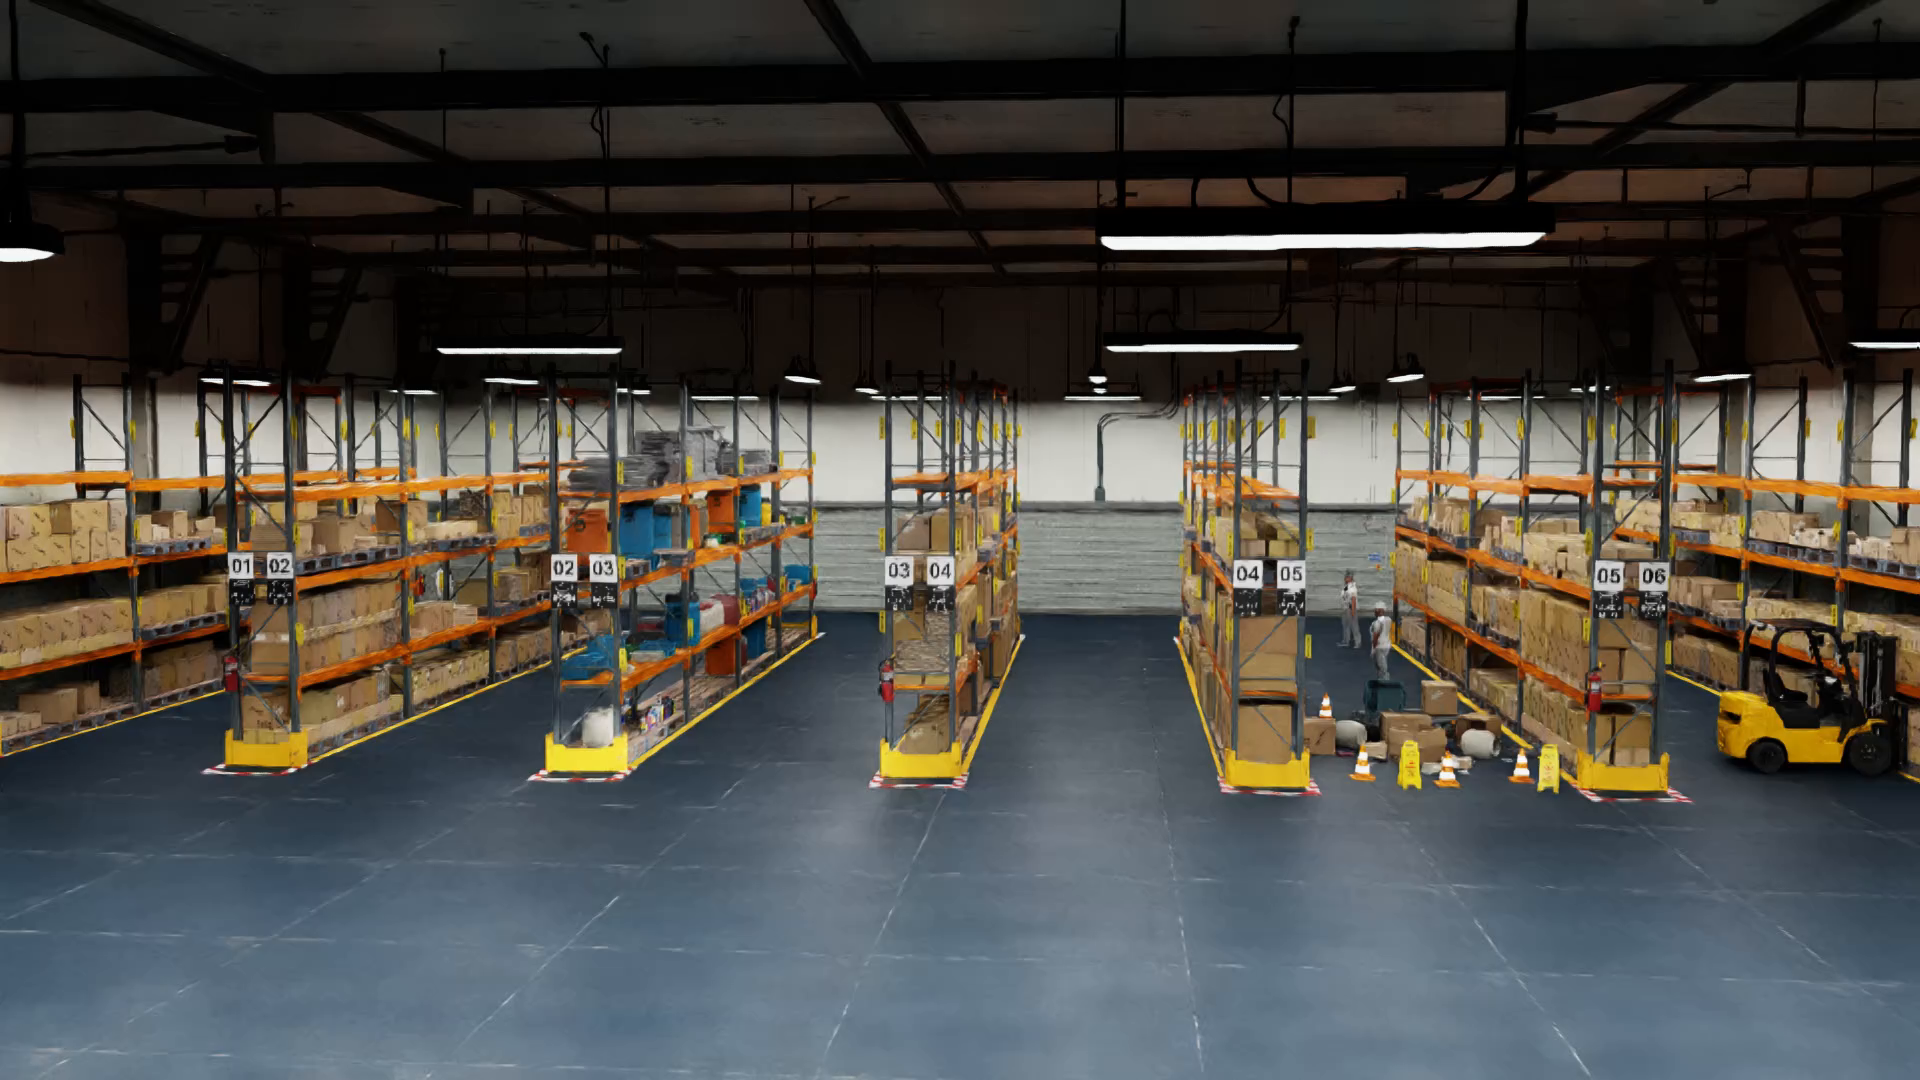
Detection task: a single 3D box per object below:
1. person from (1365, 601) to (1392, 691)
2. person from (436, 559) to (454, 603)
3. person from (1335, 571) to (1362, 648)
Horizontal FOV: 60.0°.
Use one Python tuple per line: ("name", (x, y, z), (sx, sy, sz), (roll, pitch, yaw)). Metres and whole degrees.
("person", (7.889, 2.037, 31.312), (0.578, 1.783, 0.656), (2, 4, 32))
("person", (-13.389, 1.307, 43.366), (0.550, 1.670, 0.685), (3, 5, 42))
("person", (8.983, 1.604, 38.344), (0.517, 1.741, 0.653), (0, 4, -3))
